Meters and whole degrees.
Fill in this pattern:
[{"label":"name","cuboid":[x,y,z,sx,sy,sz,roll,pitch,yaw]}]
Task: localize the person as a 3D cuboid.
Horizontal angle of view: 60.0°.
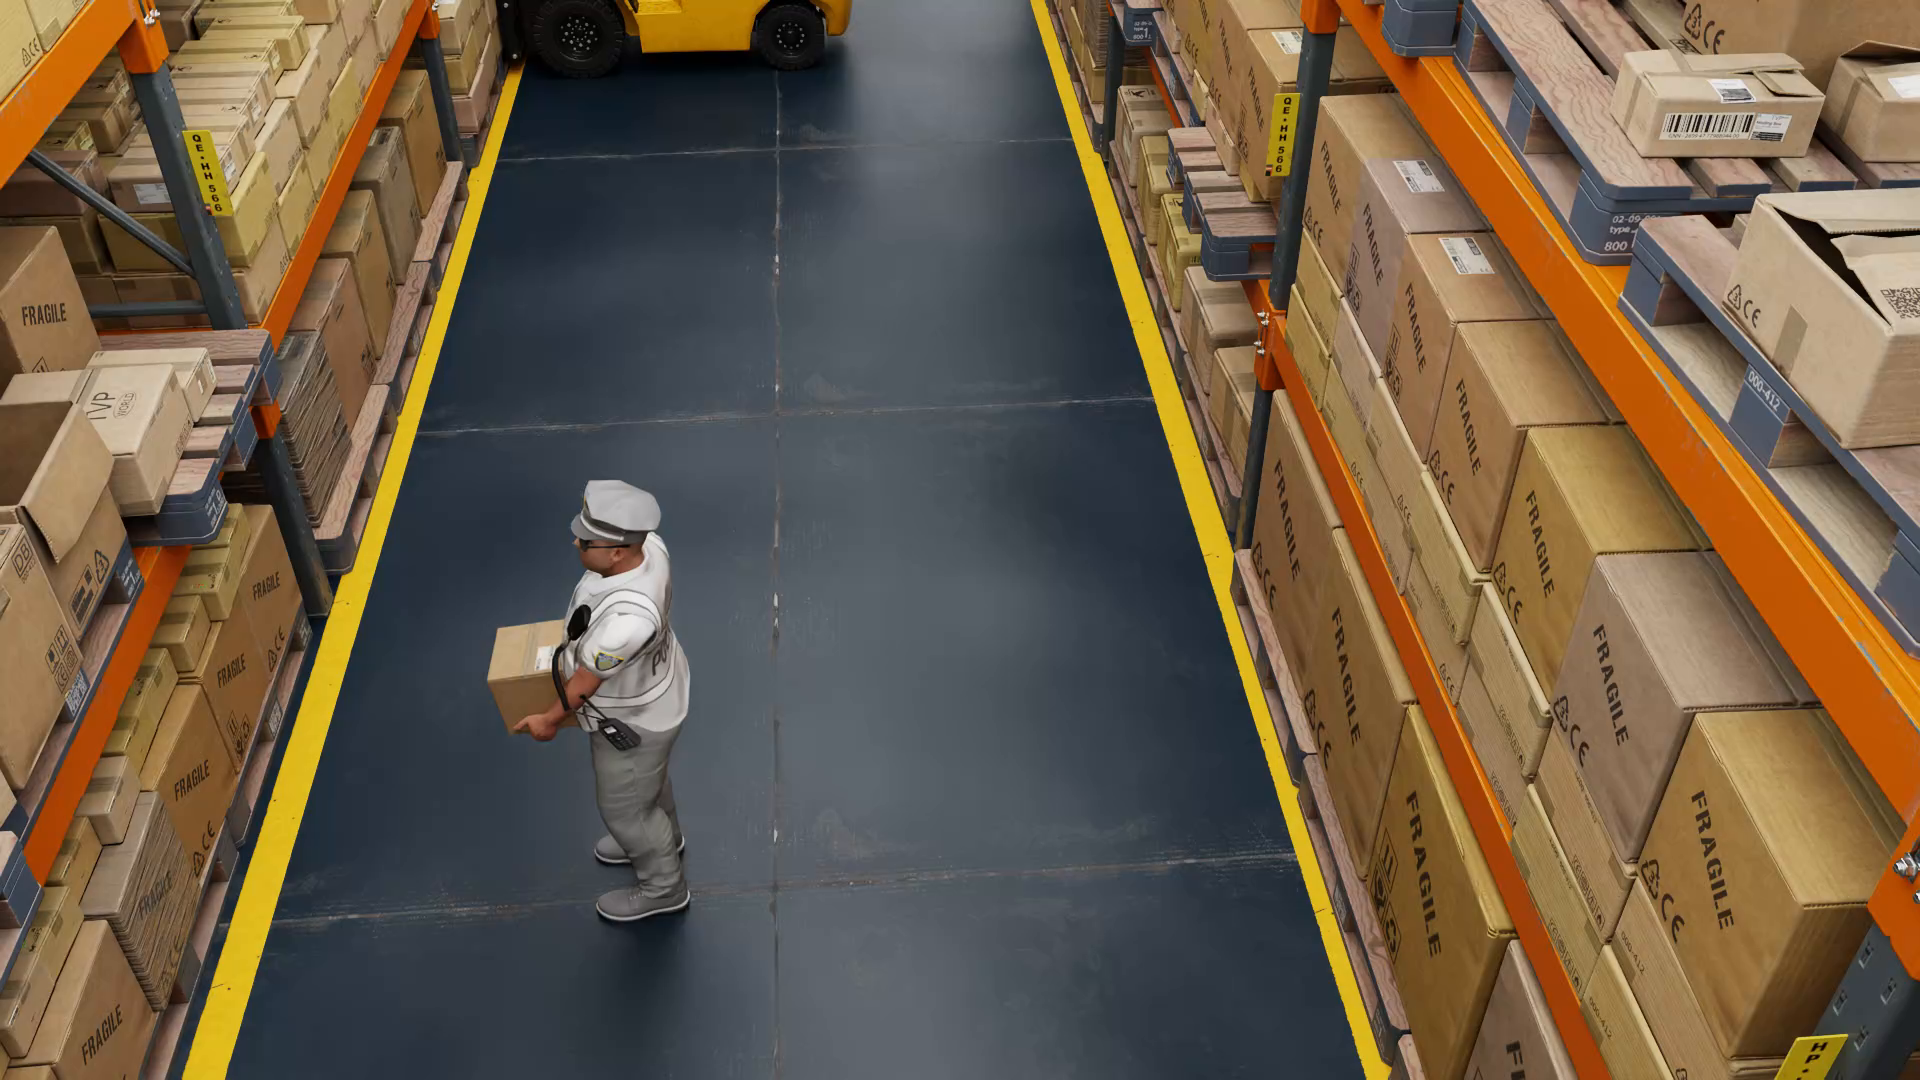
[{"label":"person","cuboid":[-1.165,0.543,5.467,0.556,1.764,0.494,-3,39,-3]}]
